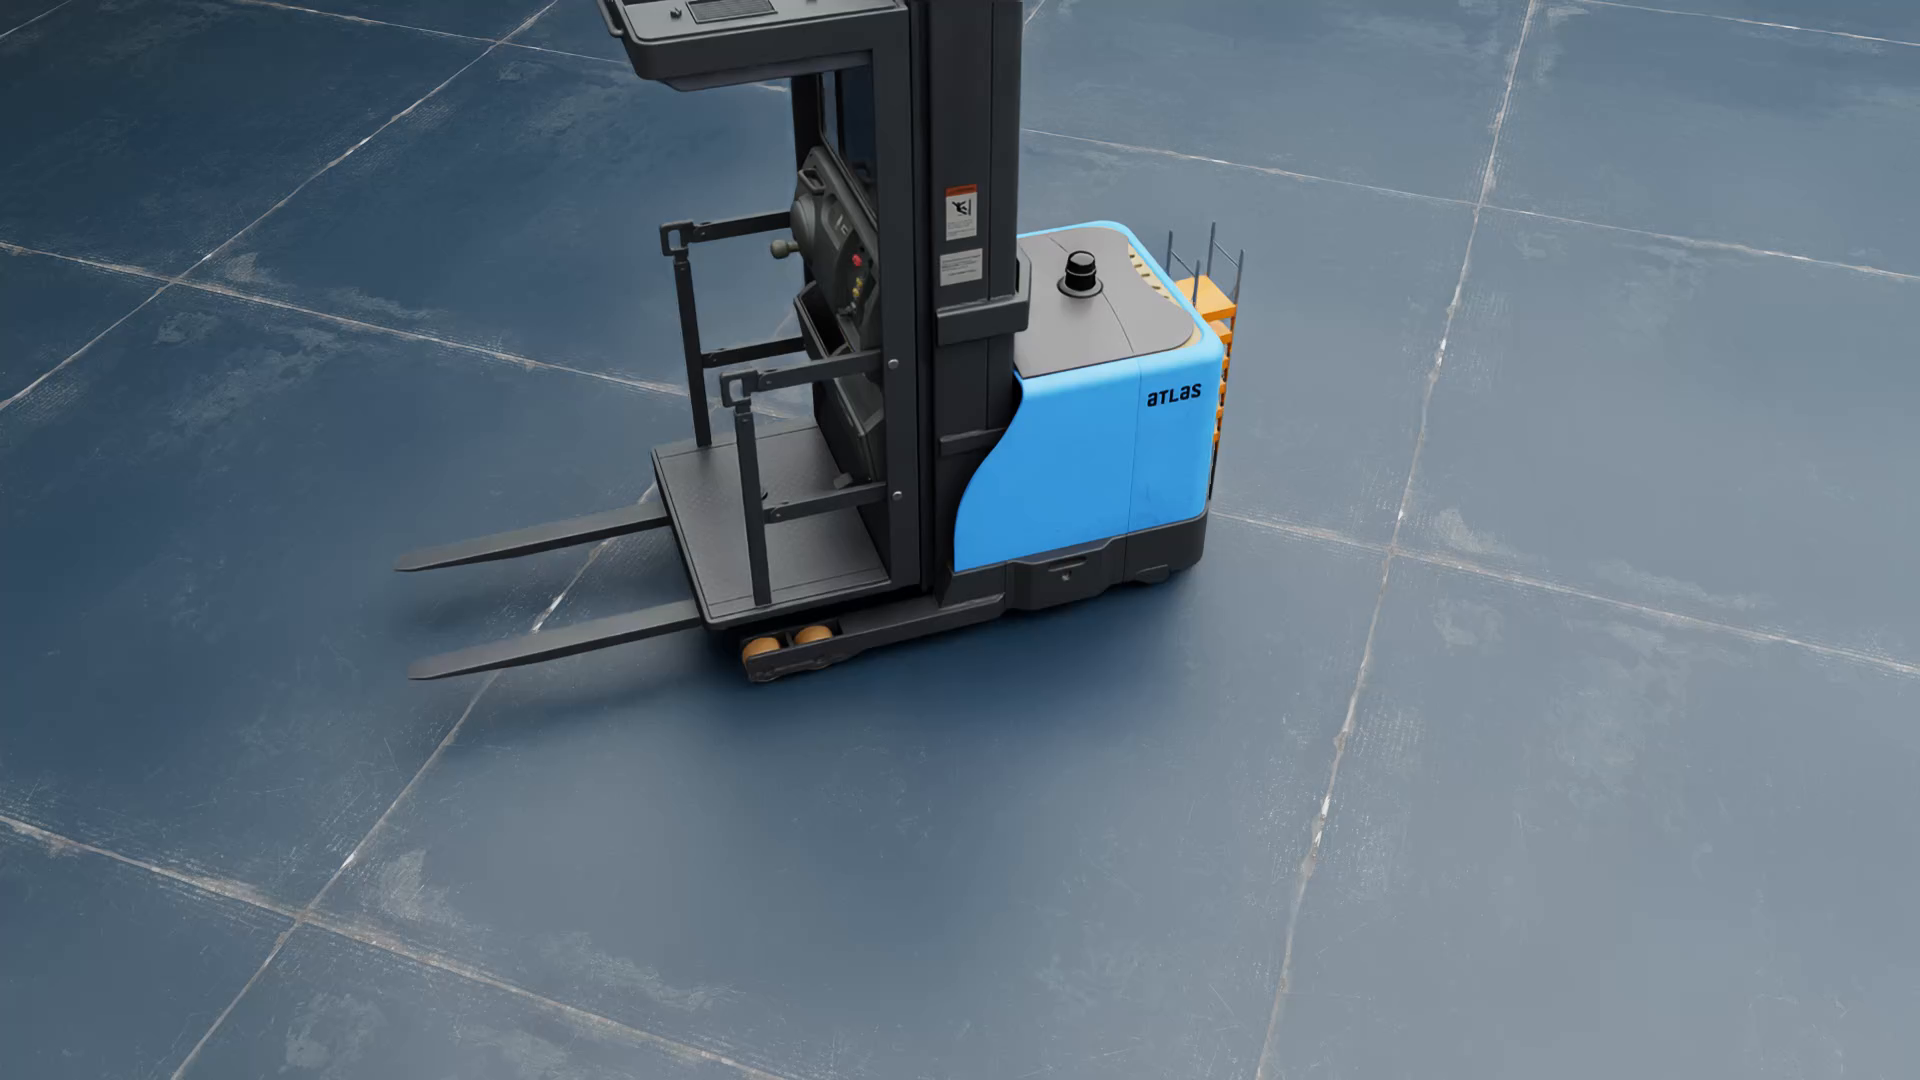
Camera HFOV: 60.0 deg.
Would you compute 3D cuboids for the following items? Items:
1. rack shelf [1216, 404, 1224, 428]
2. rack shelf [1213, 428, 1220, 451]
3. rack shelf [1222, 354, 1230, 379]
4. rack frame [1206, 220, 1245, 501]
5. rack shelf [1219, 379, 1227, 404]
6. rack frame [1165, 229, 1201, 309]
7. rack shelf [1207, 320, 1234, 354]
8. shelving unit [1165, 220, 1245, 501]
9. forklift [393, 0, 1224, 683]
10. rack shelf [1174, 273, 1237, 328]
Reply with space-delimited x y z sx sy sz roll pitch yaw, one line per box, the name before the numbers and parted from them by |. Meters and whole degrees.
rack shelf | 0.920 -0.543 6.714 0.180 0.103 0.258 -15 43 -16
rack shelf | 0.919 -0.453 6.792 0.180 0.103 0.258 -15 43 -16
rack shelf | 0.921 -0.724 6.556 0.180 0.103 0.258 -15 43 -16
rack frame | 1.005 -0.690 6.632 0.006 1.200 0.240 -15 43 -16
rack shelf | 0.920 -0.634 6.635 0.180 0.103 0.258 -15 43 -16
rack frame | 0.835 -0.645 6.580 0.006 1.200 0.240 -15 43 -16
rack shelf | 0.921 -0.815 6.477 0.180 0.103 0.258 -15 43 -16
shelving unit | 0.920 -0.667 6.606 0.189 1.200 0.258 -15 43 -16
forklift | -0.613 -0.980 5.640 3.031 2.935 1.130 -12 42 -14
rack shelf | 0.921 -0.906 6.399 0.180 0.103 0.258 -15 43 -16
